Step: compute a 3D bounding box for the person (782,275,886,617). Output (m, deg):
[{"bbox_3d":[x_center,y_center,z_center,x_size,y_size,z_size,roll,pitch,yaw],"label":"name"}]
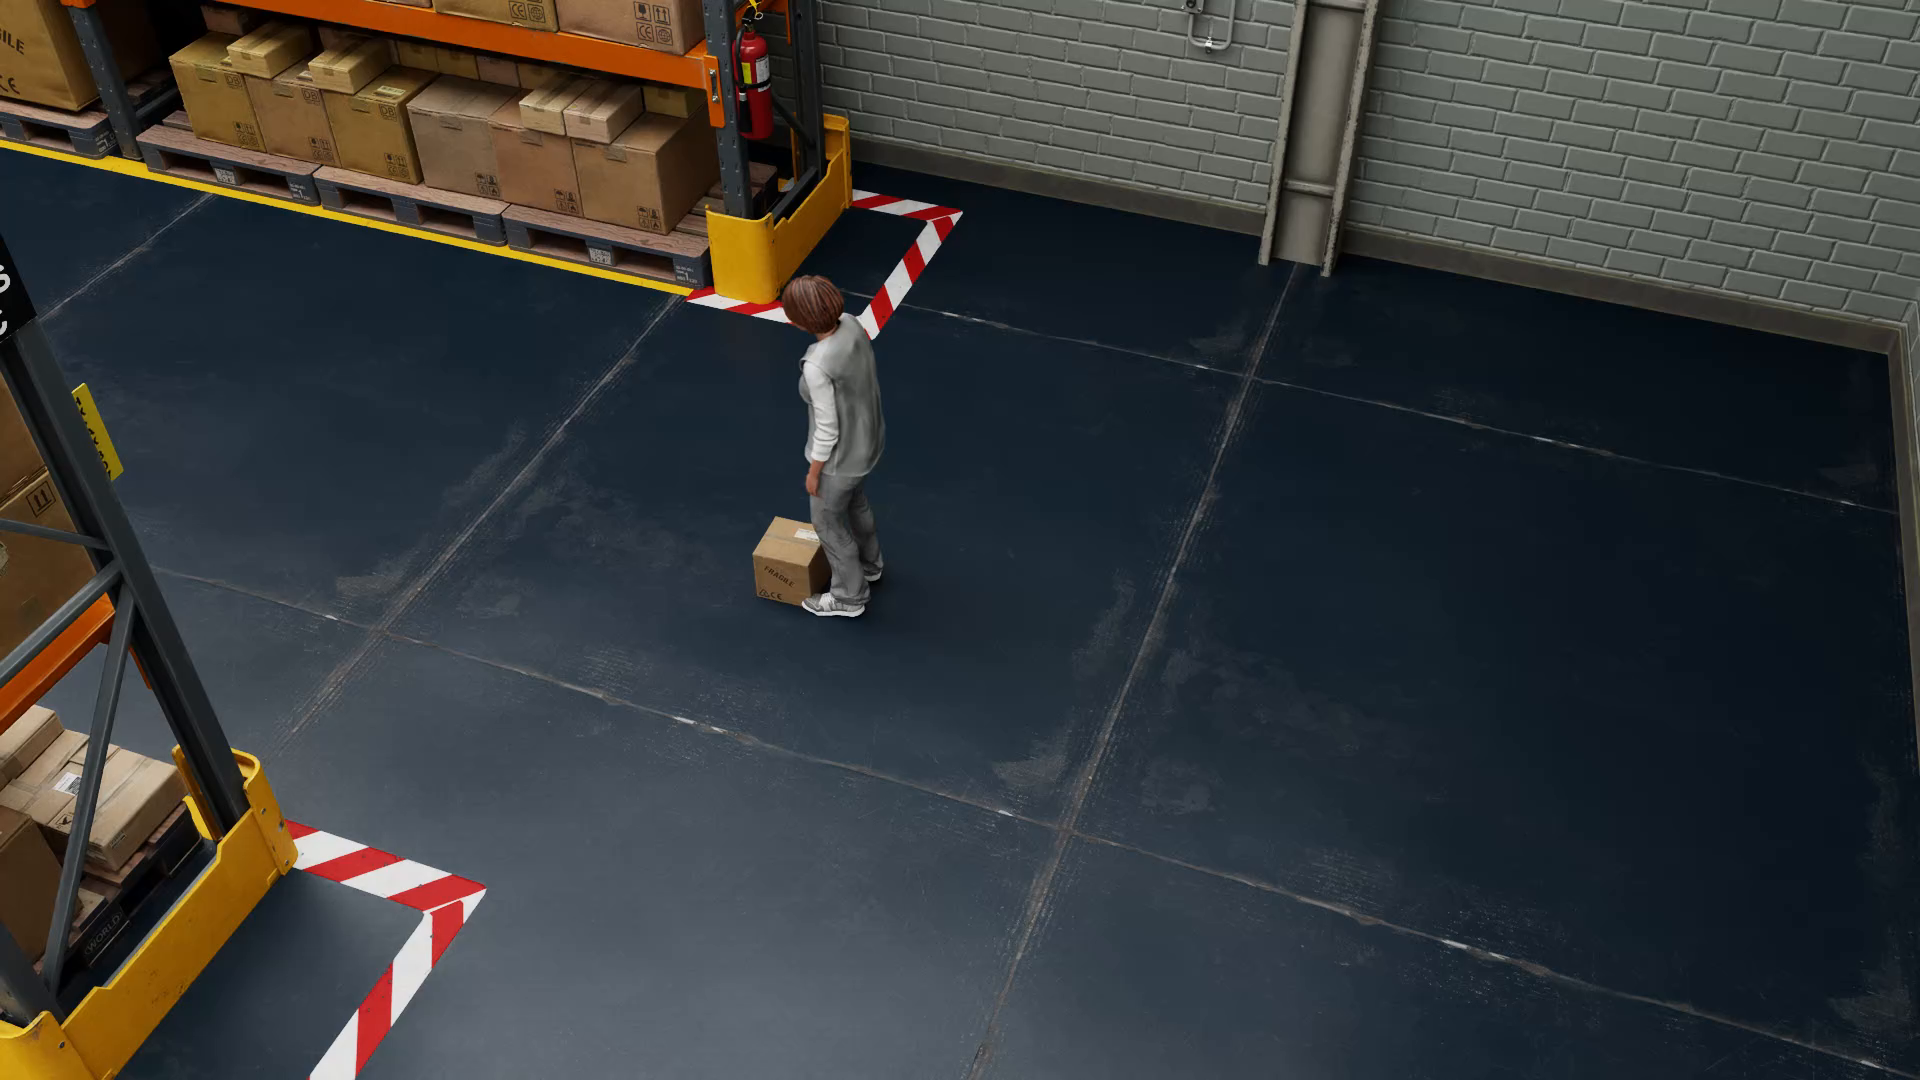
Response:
[{"bbox_3d":[-0.476,-0.356,6.562,0.345,1.593,0.460,13,44,14],"label":"person"}]
